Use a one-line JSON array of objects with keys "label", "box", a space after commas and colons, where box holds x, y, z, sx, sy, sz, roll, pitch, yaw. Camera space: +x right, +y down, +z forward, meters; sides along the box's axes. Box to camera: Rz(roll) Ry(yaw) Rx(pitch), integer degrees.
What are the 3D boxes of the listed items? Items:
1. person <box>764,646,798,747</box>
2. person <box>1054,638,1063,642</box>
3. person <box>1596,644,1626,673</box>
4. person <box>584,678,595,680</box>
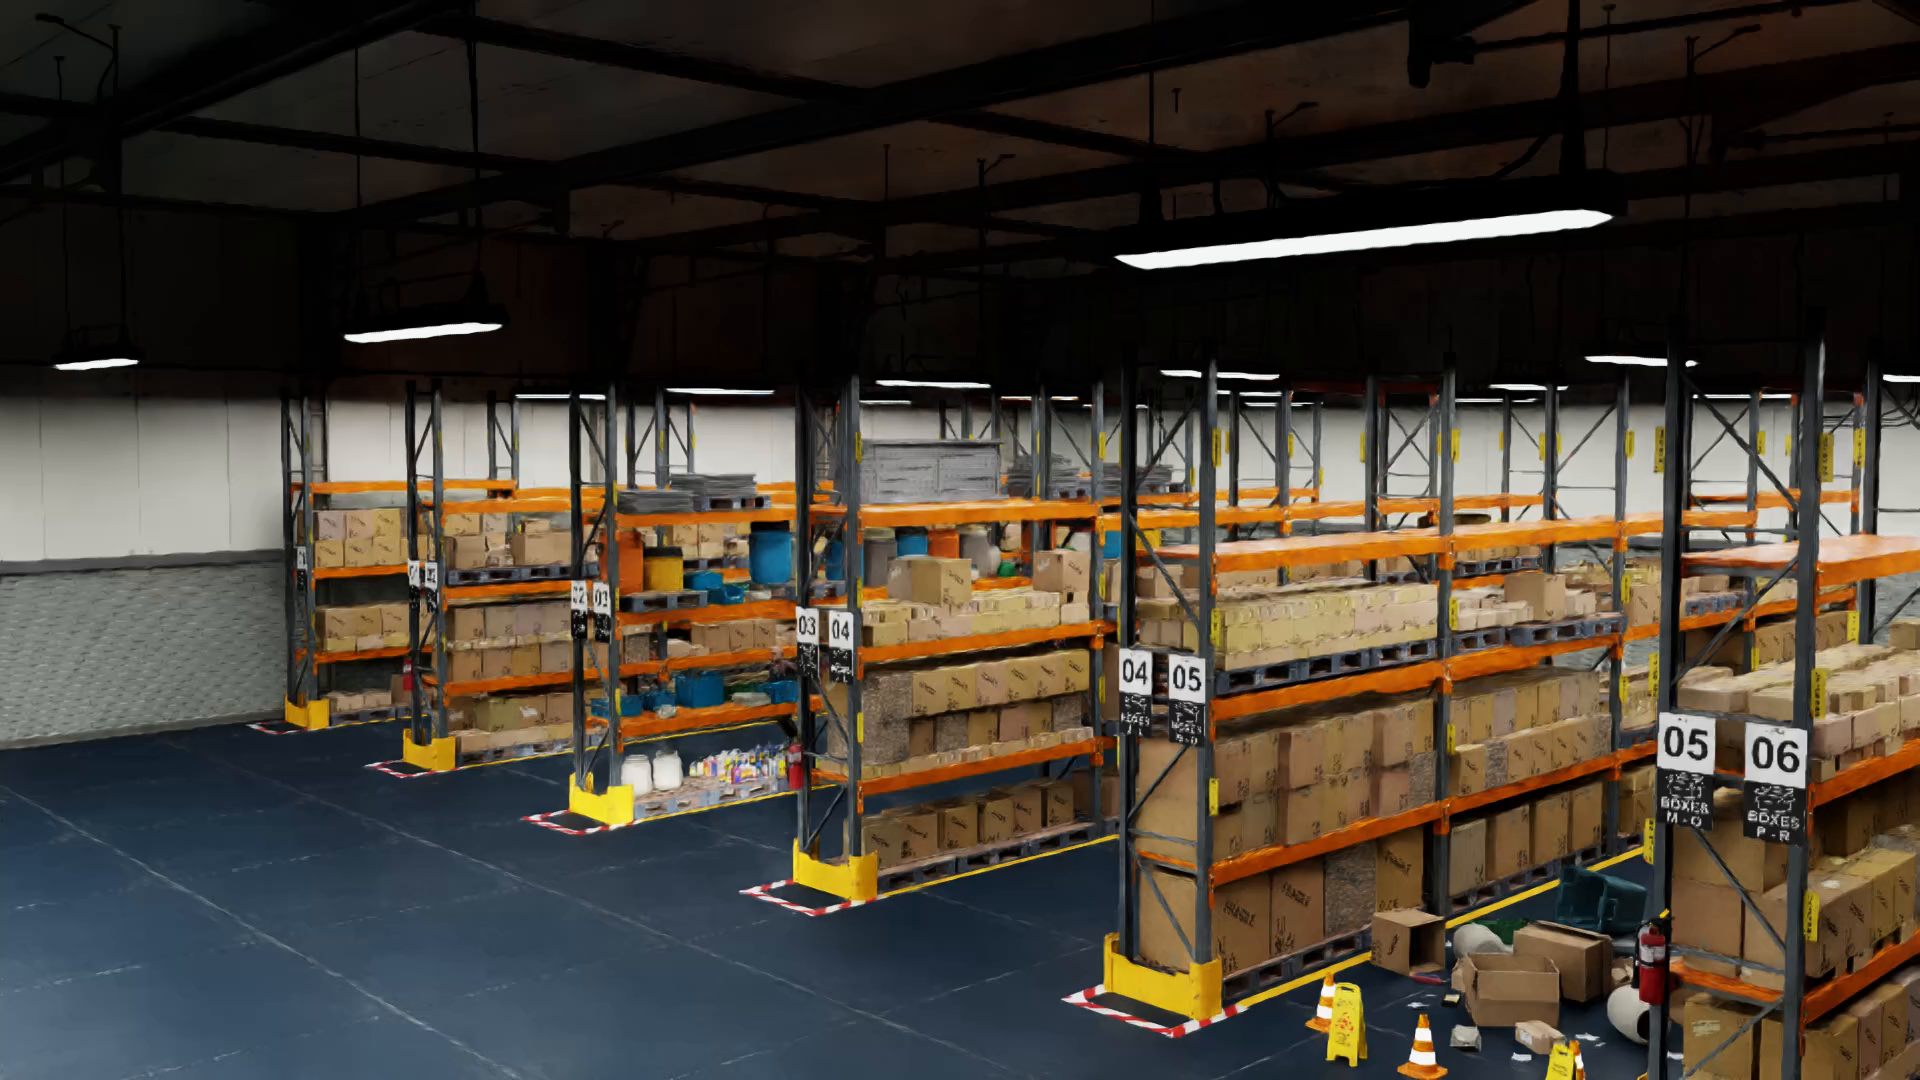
[{"label": "person", "box": [-2.877, 2.576, 27.264, 0.845, 1.704, 0.718, -3, 5, -38]}, {"label": "person", "box": [2.158, 2.166, 33.927, 0.682, 1.676, 0.535, 3, 5, 44]}, {"label": "person", "box": [11.411, 2.540, 29.036, 0.546, 1.550, 0.616, 3, 5, 36]}, {"label": "person", "box": [-6.765, 2.396, 29.886, 1.115, 1.700, 0.543, -3, 5, -41]}]
